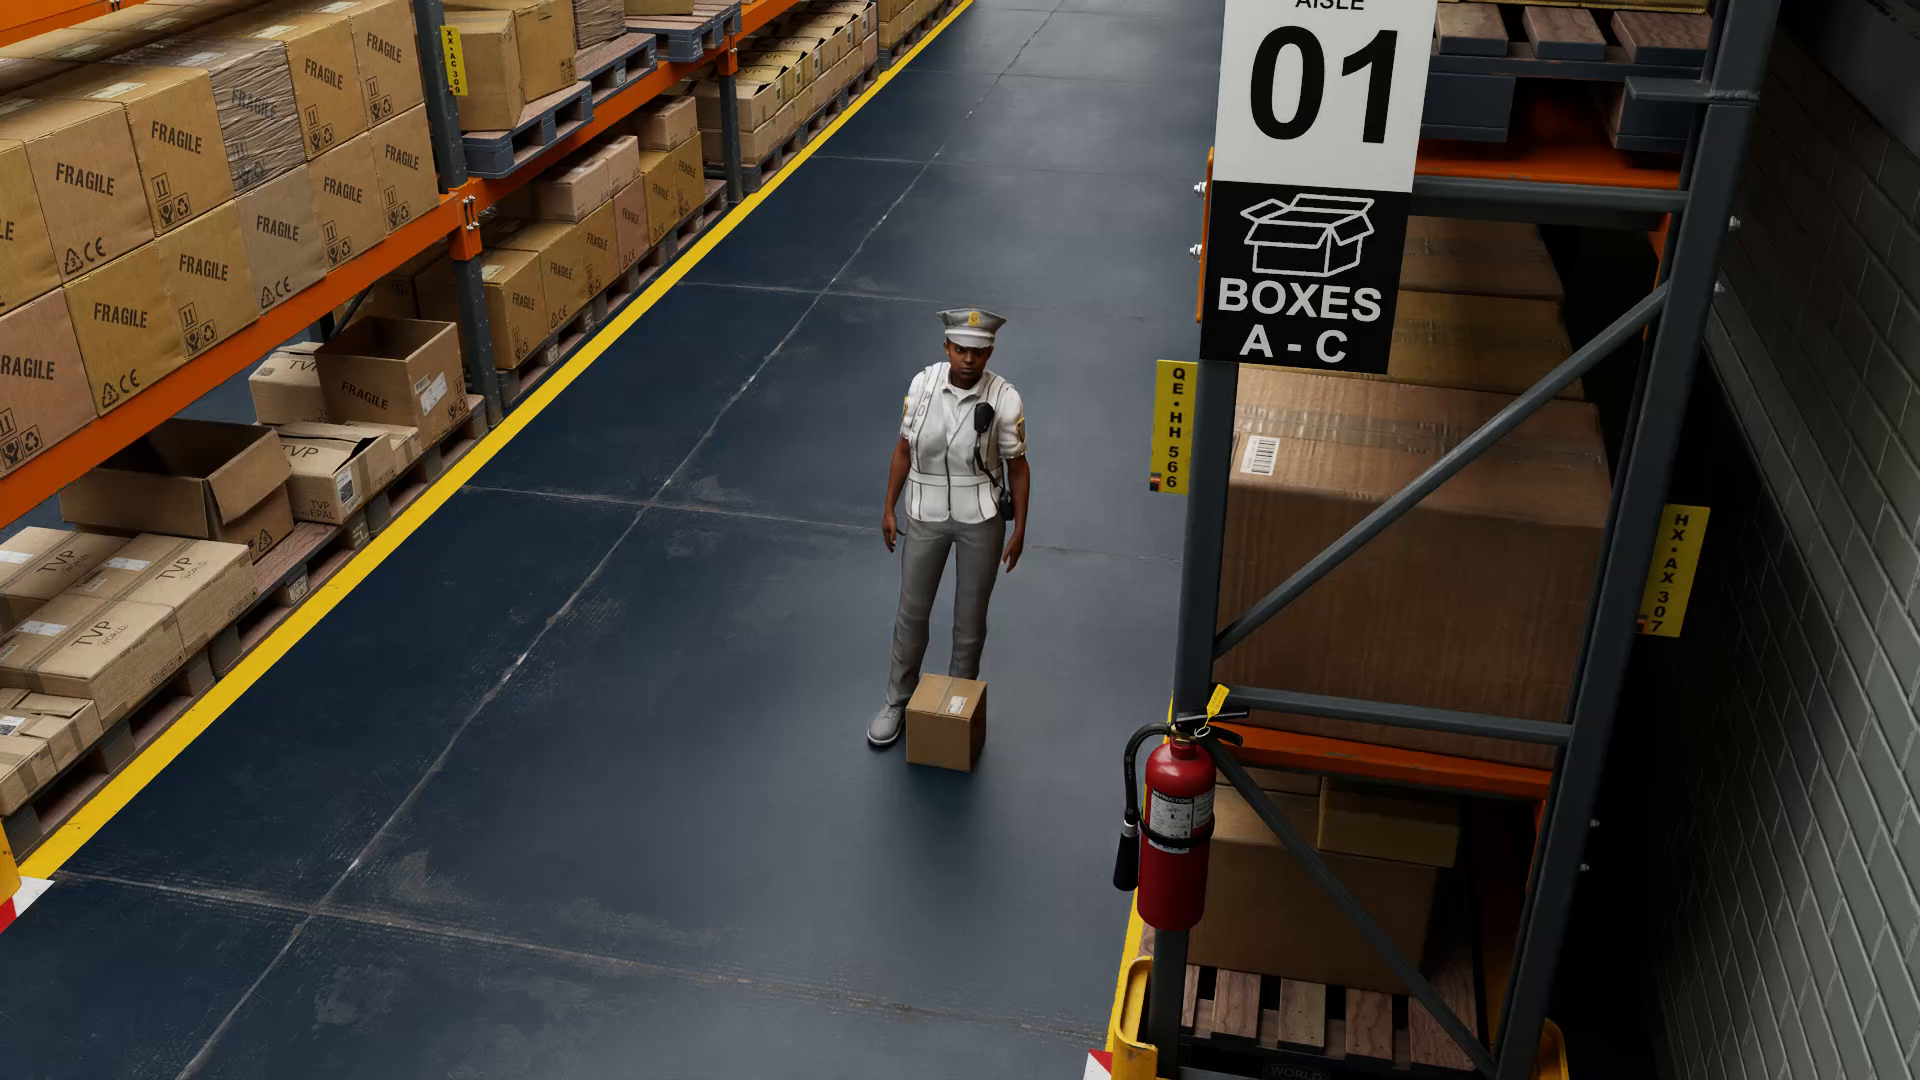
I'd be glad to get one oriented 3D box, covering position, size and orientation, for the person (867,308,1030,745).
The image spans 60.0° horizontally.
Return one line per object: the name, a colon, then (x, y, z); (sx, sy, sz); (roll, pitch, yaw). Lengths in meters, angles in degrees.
person: (-0.041, -0.047, 6.156); (0.569, 1.695, 0.528); (6, 29, 10)
